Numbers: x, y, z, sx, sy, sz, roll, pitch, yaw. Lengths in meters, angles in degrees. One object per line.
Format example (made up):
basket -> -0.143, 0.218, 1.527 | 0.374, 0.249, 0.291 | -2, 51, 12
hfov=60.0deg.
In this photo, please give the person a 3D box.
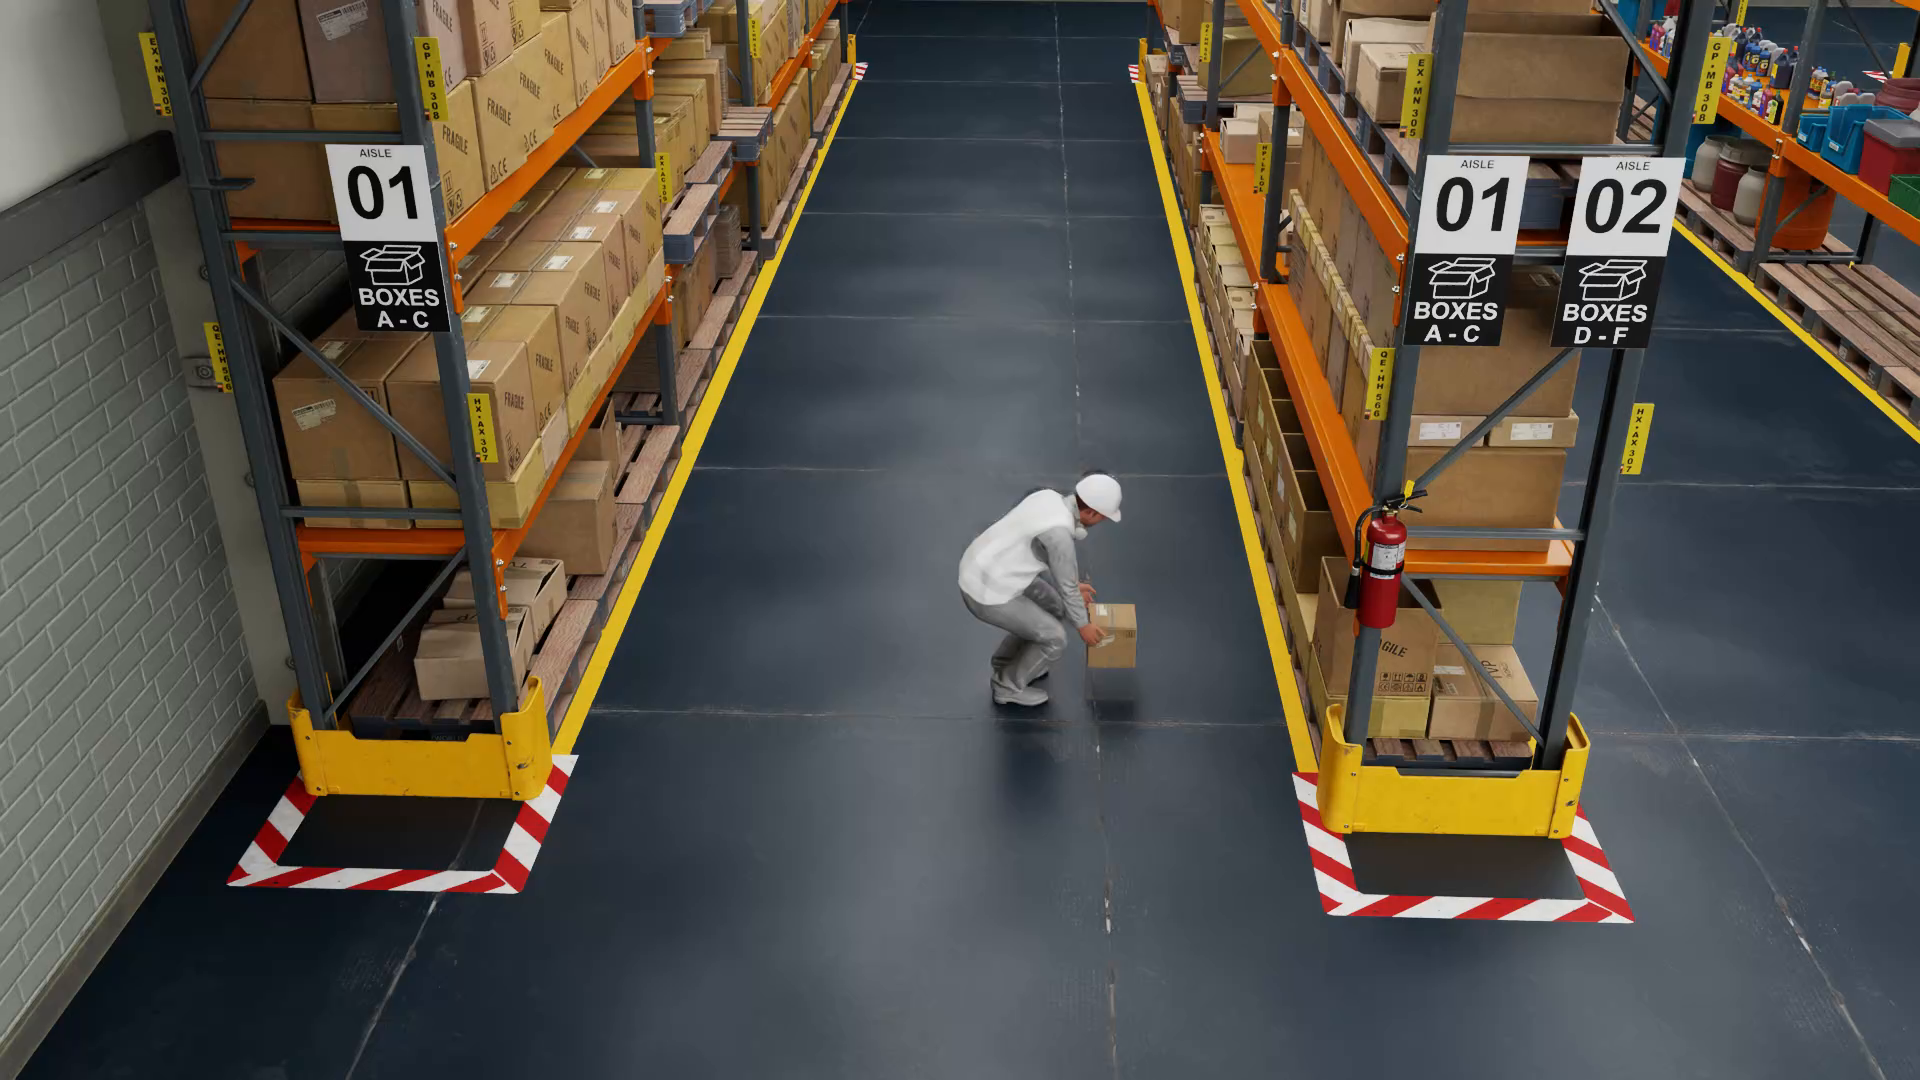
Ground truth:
person -> 0.411, 0.222, 8.738 | 0.836, 1.249, 0.579 | 1, 28, 2
